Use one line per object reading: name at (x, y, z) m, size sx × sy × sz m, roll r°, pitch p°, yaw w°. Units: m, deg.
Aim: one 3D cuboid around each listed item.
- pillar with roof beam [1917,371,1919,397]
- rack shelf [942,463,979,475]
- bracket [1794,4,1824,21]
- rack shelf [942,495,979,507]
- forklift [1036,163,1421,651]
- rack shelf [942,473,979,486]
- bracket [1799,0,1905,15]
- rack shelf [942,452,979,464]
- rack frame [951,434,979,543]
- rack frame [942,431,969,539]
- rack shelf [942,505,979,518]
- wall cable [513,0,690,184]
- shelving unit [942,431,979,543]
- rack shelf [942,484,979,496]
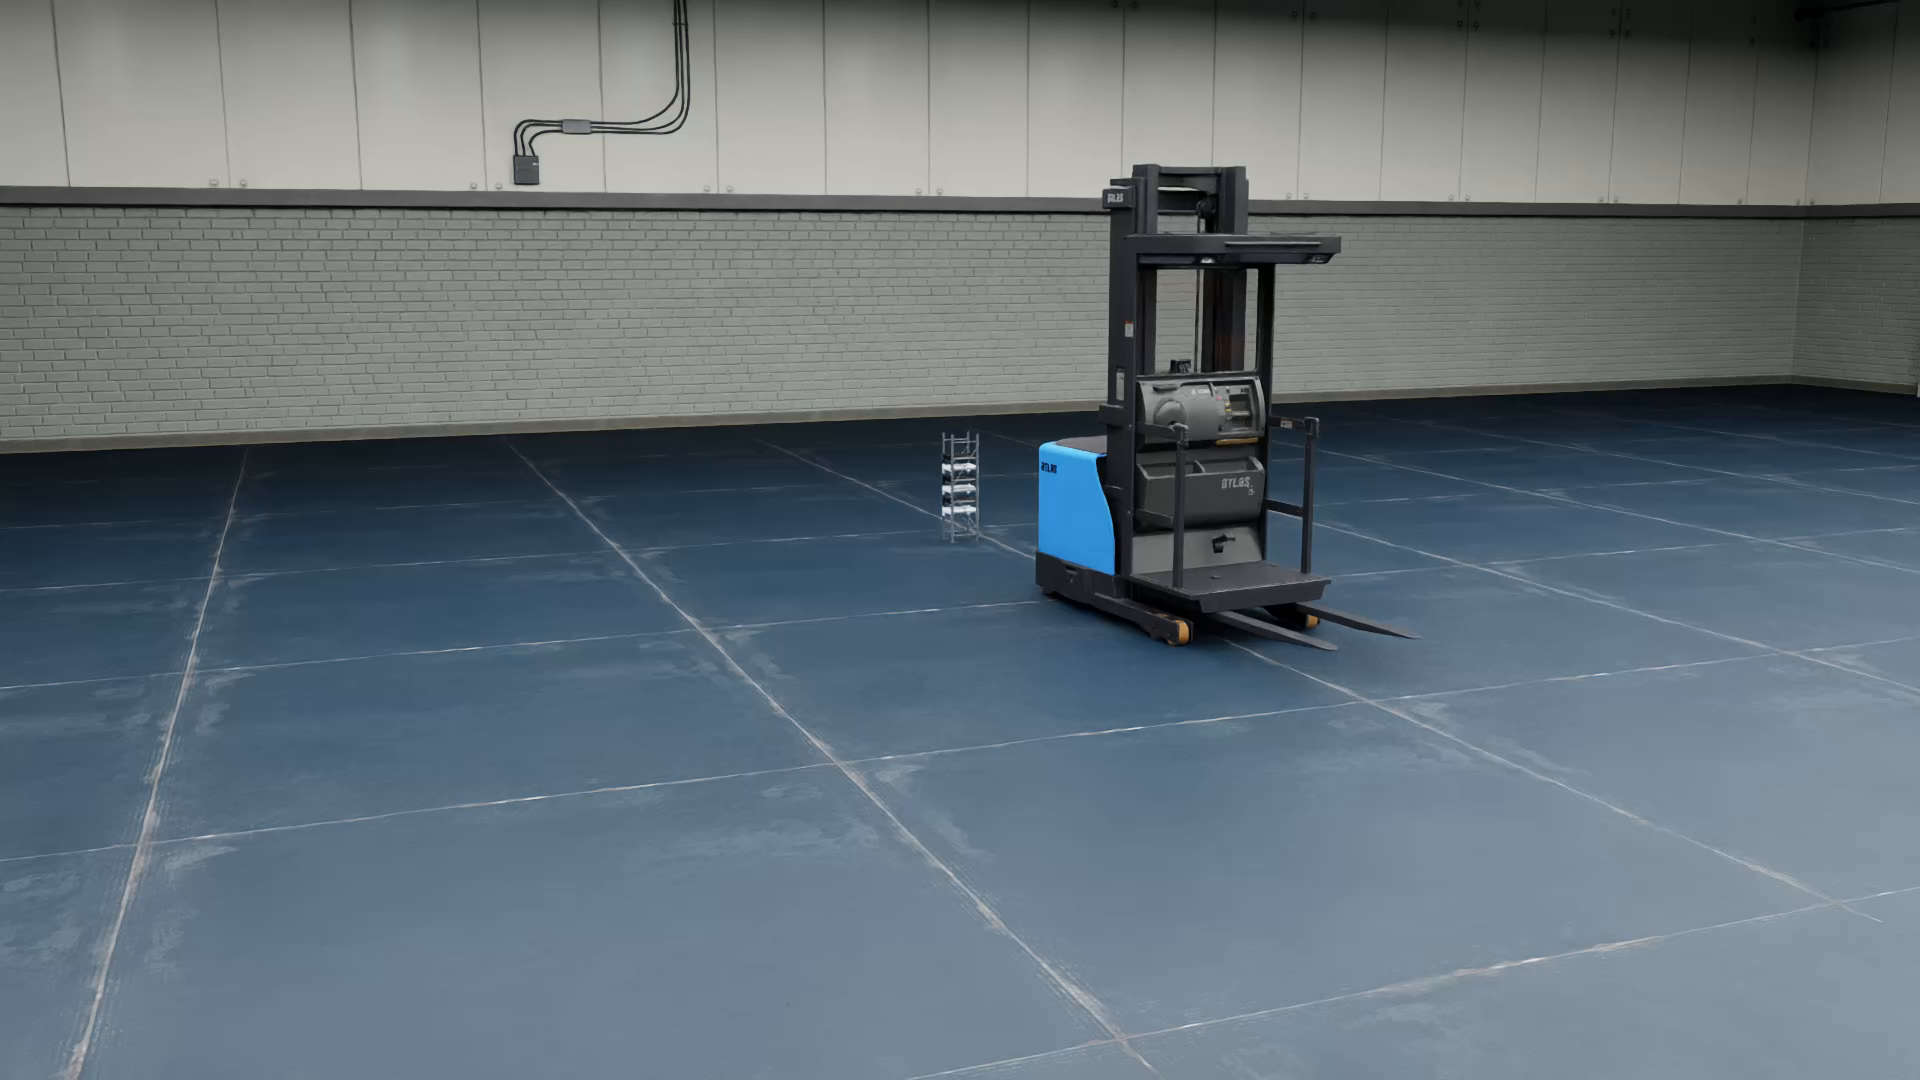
pillar with roof beam at (11.728, -6.459, 24.535) m, size 9.100 × 9.000 × 0.400 m, roll -4°, pitch 11°, yaw -21°
rack shelf at (0.003, -0.586, 13.808) m, size 0.258 × 0.077 × 0.200 m, roll -4°, pitch 11°, yaw -21°
bracket at (14.401, -8.936, 28.185) m, size 0.235 × 0.232 × 0.430 m, roll -4°, pitch 11°, yaw -21°
rack shelf at (0.003, -0.320, 13.855) m, size 0.258 × 0.077 × 0.200 m, roll -4°, pitch 11°, yaw -21°
forklift at (1.656, -0.877, 10.483) m, size 1.130 × 2.935 × 3.031 m, roll -5°, pitch 11°, yaw -27°
rack shelf at (0.003, -0.498, 13.824) m, size 0.258 × 0.077 × 0.200 m, roll -4°, pitch 11°, yaw -21°
bracket at (14.615, -8.840, 27.643) m, size 0.076 × 0.066 × 3.189 m, roll -4°, pitch 11°, yaw -21°
rack shelf at (0.003, -0.675, 13.792) m, size 0.258 × 0.077 × 0.200 m, roll -4°, pitch 11°, yaw -21°
rack frame at (0.040, -0.425, 13.741) m, size 0.240 × 0.900 × 0.006 m, roll -4°, pitch 11°, yaw -21°
rack frame at (-0.034, -0.458, 13.927) m, size 0.240 × 0.900 × 0.006 m, roll -4°, pitch 11°, yaw -21°
rack shelf at (0.003, -0.232, 13.871) m, size 0.258 × 0.077 × 0.200 m, roll -4°, pitch 11°, yaw -21°
wall cable at (-4.599, -7.572, 21.082) m, size 2.305 × 6.003 × 0.169 m, roll -4°, pitch 11°, yaw -21°
shelving unit at (0.003, -0.442, 13.834) m, size 0.258 × 0.900 × 0.210 m, roll -4°, pitch 11°, yaw -21°
rack shelf at (0.003, -0.409, 13.840) m, size 0.258 × 0.077 × 0.200 m, roll -4°, pitch 11°, yaw -21°
